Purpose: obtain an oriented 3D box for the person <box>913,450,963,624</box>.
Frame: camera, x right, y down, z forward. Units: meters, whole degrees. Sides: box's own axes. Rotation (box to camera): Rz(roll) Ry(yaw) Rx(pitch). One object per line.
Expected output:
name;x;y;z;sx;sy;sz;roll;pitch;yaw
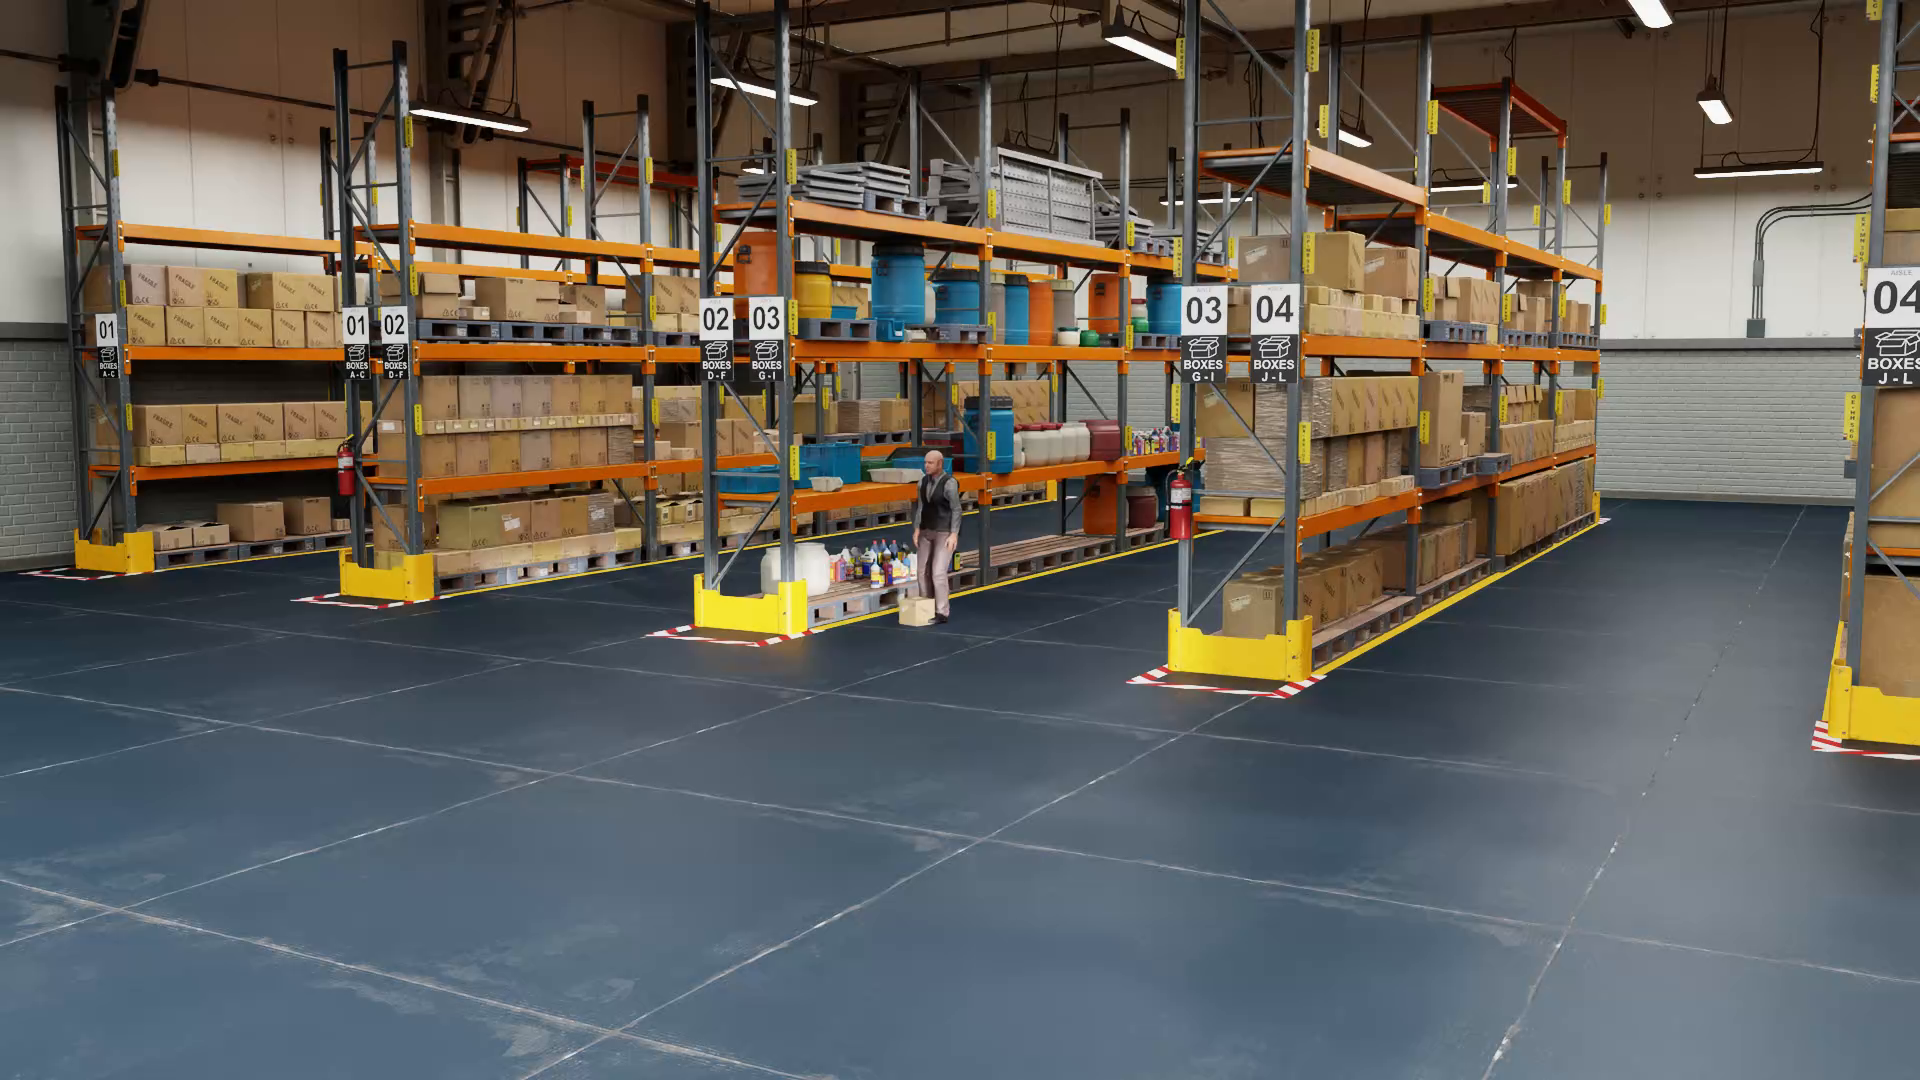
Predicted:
person;-0.239;-0.039;16.625;0.586;1.720;0.475;6;8;44
